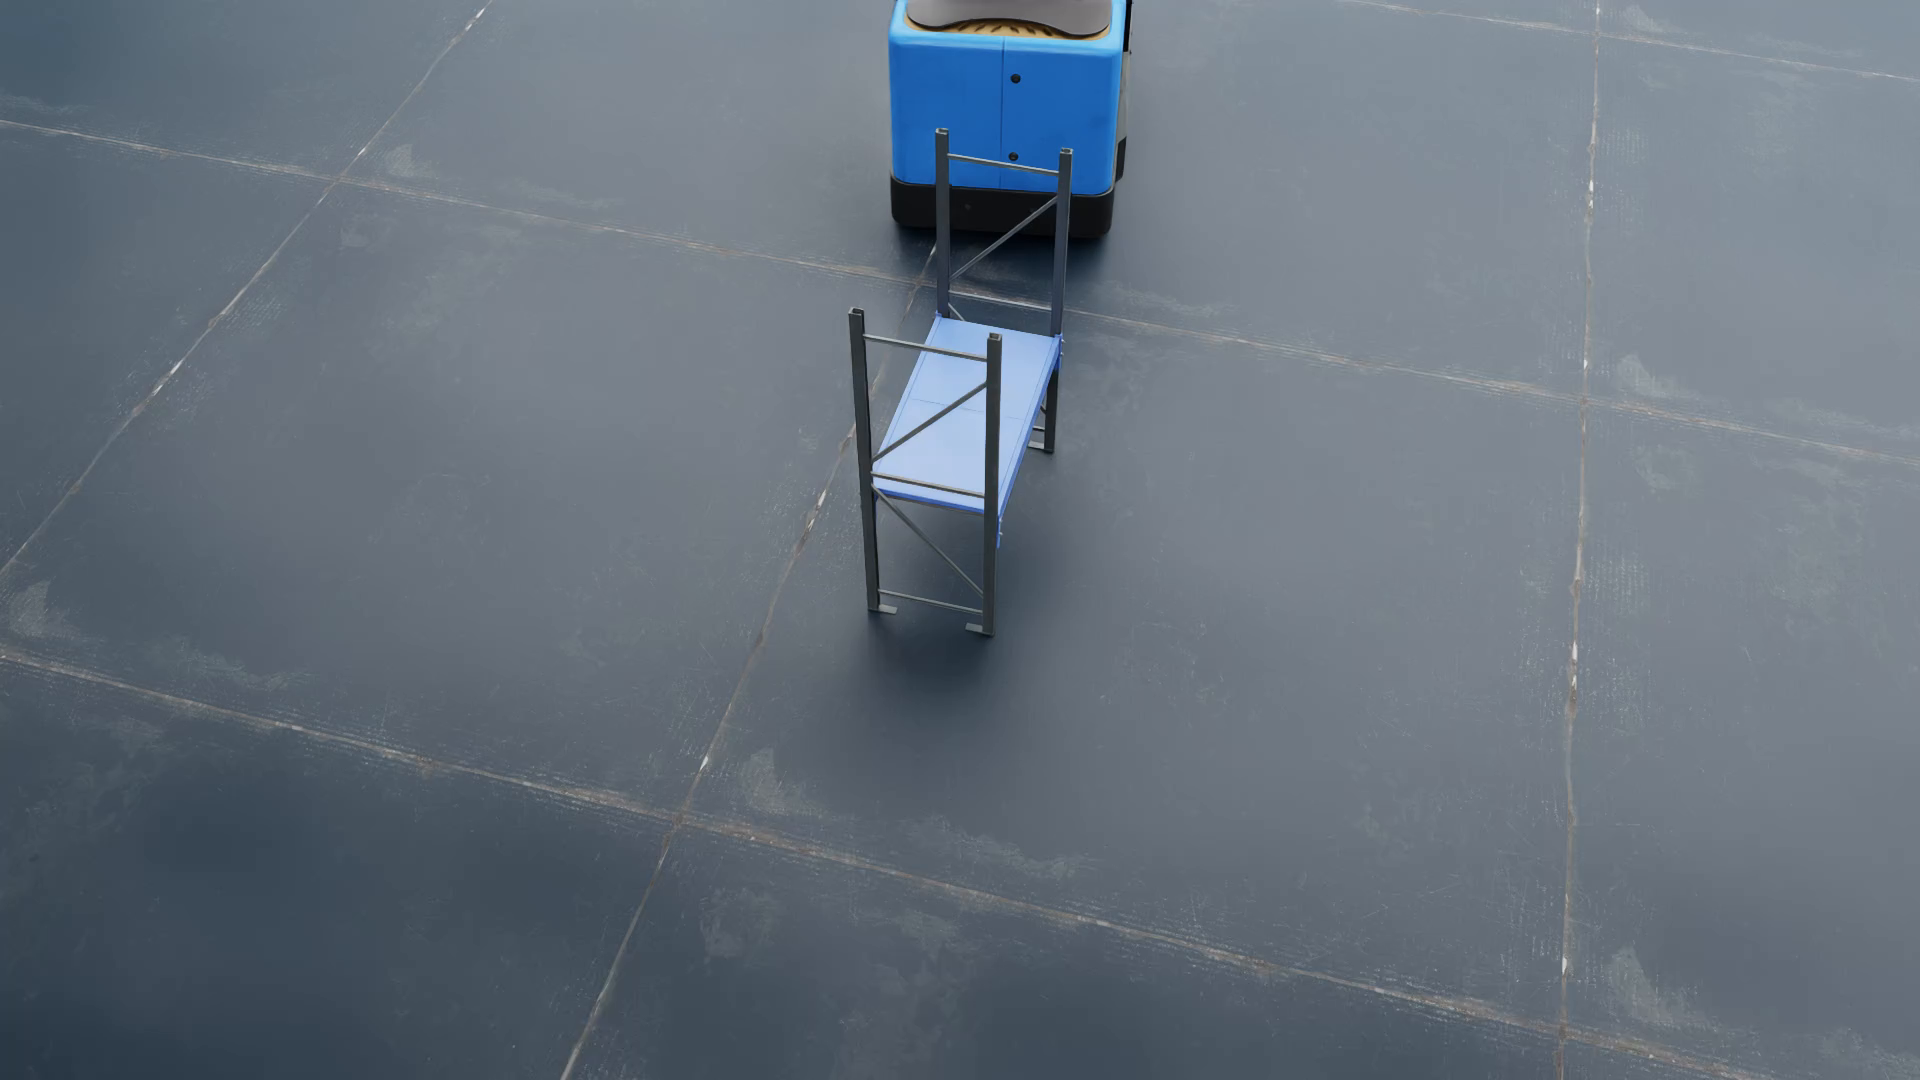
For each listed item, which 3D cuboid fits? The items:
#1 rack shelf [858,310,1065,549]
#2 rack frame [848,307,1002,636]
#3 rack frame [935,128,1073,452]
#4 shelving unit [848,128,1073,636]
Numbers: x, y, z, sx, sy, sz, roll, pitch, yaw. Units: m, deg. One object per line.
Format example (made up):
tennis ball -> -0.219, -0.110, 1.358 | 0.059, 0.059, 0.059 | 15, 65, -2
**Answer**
rack shelf -> 0.022, -0.439, 6.296 | 0.538, 0.185, 1.000 | 12, 50, 10
rack frame -> -0.111, -0.190, 5.836 | 0.500, 1.500, 0.032 | 12, 50, 10
rack frame -> 0.156, -0.926, 6.486 | 0.500, 1.500, 0.032 | 12, 50, 10
shelving unit -> 0.022, -0.558, 6.161 | 0.538, 1.500, 1.048 | 12, 50, 10
